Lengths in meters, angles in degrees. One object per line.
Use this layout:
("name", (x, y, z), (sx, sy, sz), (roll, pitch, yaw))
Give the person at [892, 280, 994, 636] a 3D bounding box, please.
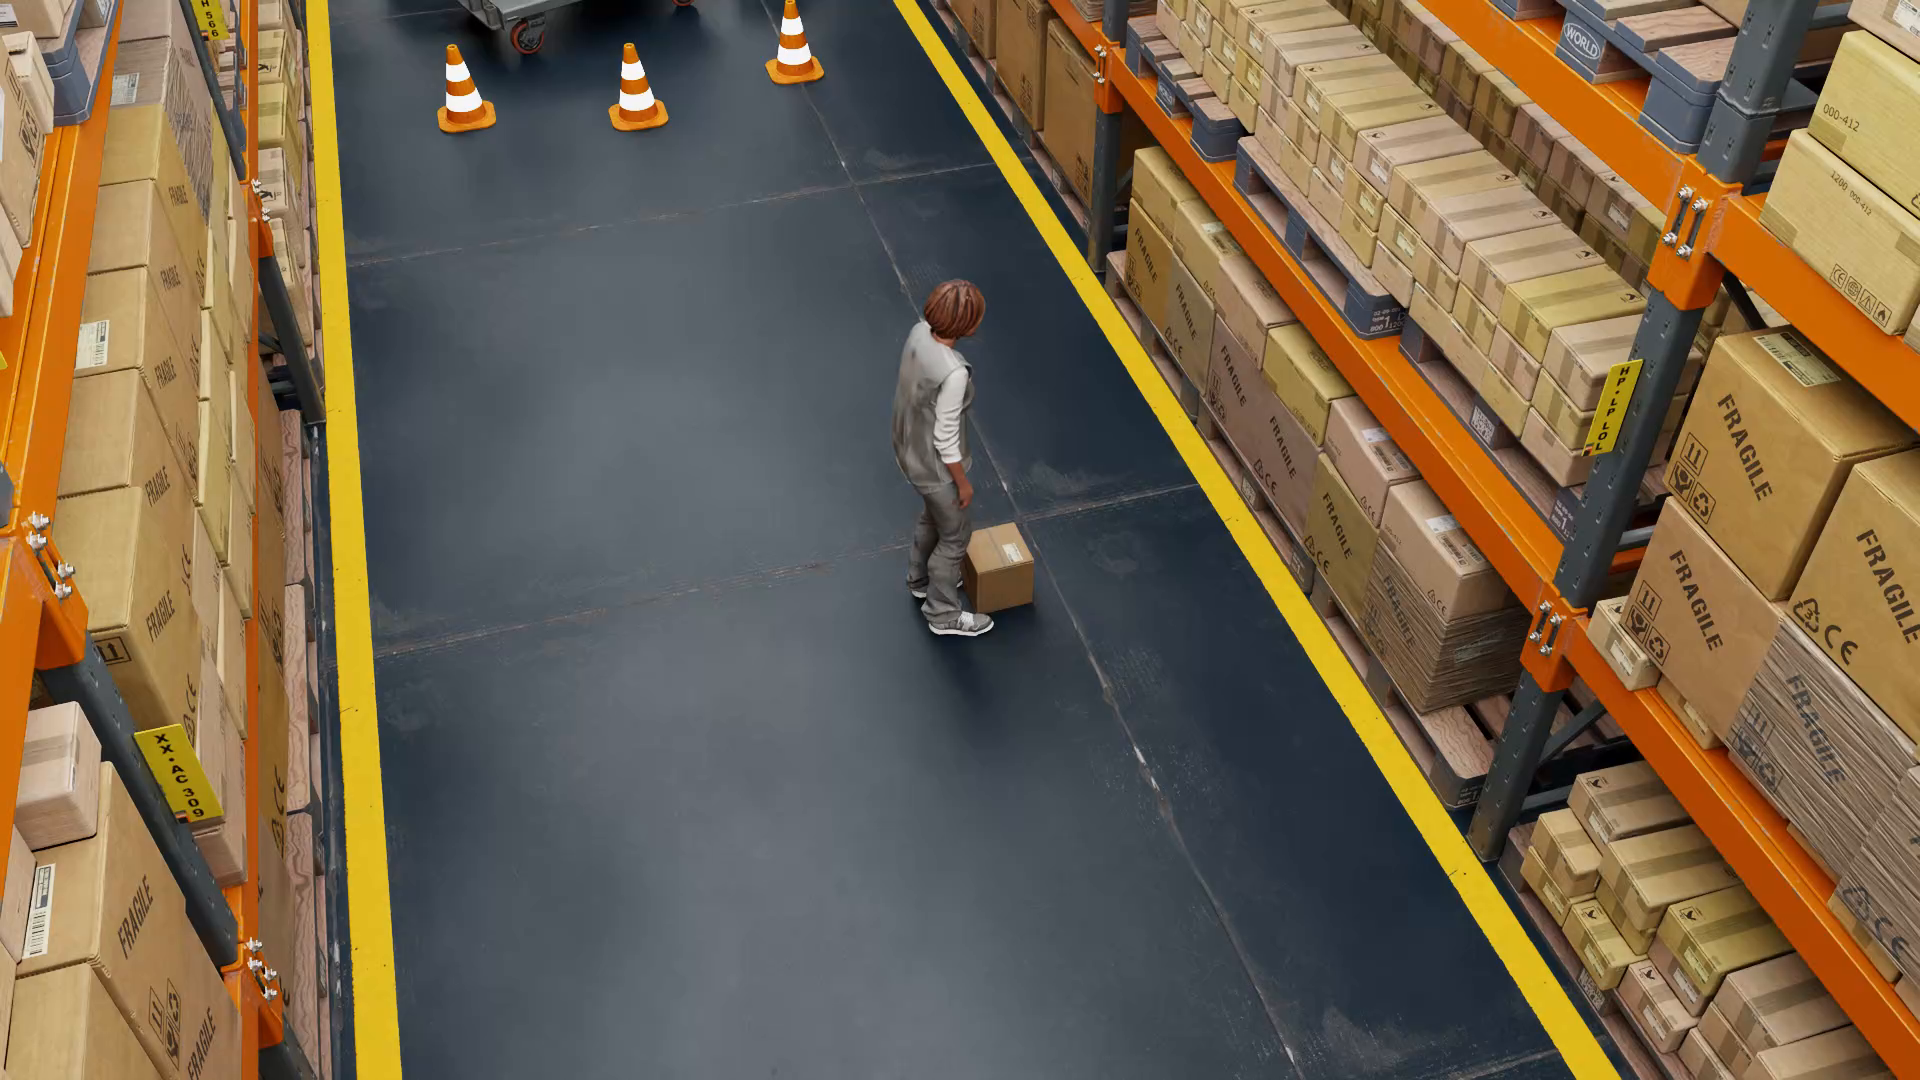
("person", (-0.073, -0.311, 6.513), (0.349, 1.581, 0.466), (-12, 44, -13))
